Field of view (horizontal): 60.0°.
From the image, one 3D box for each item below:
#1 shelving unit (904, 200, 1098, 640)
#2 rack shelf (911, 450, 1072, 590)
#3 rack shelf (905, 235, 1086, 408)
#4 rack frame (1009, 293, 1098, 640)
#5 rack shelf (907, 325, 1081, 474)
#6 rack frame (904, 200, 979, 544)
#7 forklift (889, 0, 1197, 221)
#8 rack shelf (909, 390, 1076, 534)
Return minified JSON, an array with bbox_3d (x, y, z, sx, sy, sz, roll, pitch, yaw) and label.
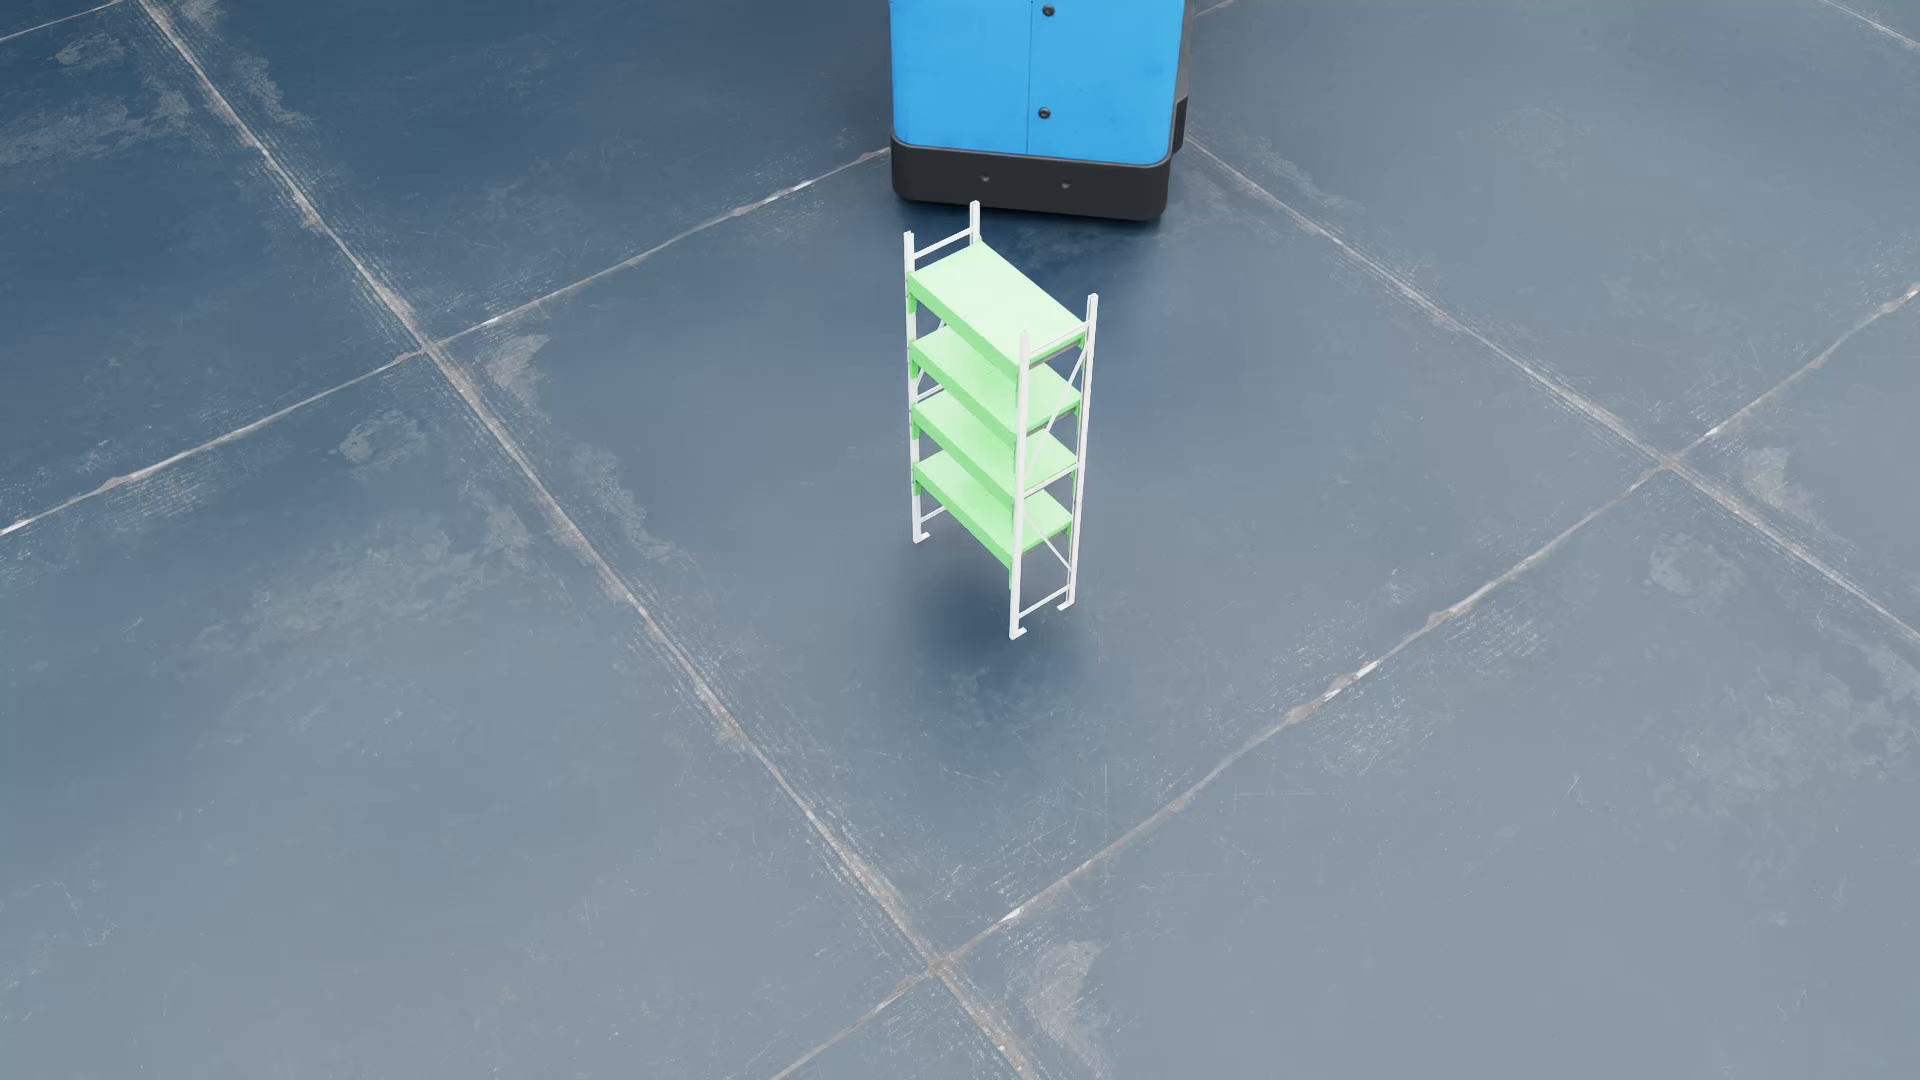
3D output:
[{"bbox_3d":[0.100,-0.305,4.717,0.258,1.200,0.503,-29,54,-24],"label":"shelving unit"},{"bbox_3d":[0.100,-0.101,4.942,0.258,0.148,0.480,-29,54,-24],"label":"rack shelf"},{"bbox_3d":[0.100,-0.585,4.409,0.258,0.148,0.480,-29,54,-24],"label":"rack shelf"},{"bbox_3d":[0.248,-0.162,4.587,0.240,1.200,0.015,-29,54,-24],"label":"rack frame"},{"bbox_3d":[0.100,-0.424,4.587,0.258,0.148,0.480,-29,54,-24],"label":"rack shelf"},{"bbox_3d":[-0.048,-0.449,4.847,0.240,1.200,0.015,-29,54,-24],"label":"rack frame"},{"bbox_3d":[0.469,-3.290,6.254,1.130,2.935,3.031,6,48,6],"label":"forklift"},{"bbox_3d":[0.100,-0.262,4.764,0.258,0.148,0.480,-29,54,-24],"label":"rack shelf"}]
